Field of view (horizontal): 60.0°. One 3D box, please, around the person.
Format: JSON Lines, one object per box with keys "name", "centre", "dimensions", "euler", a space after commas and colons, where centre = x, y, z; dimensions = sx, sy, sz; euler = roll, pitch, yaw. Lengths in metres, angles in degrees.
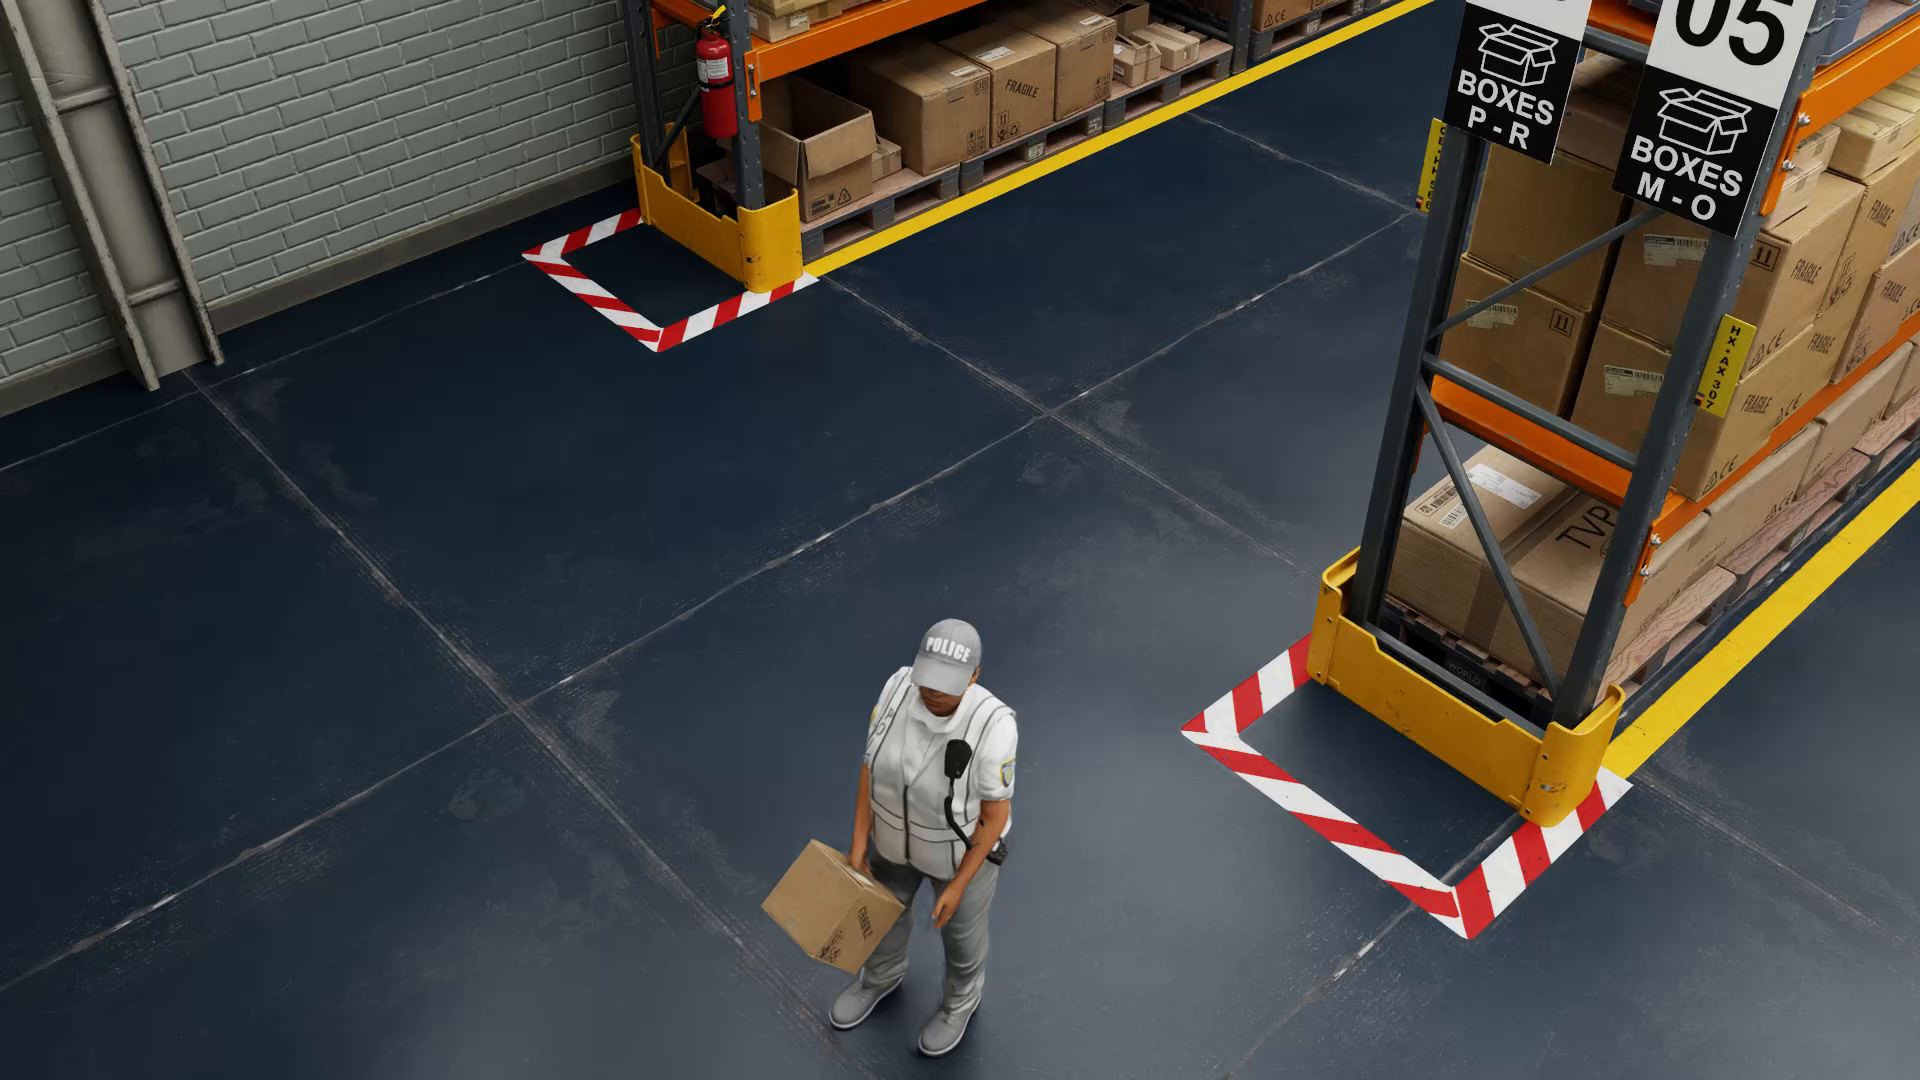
{"name": "person", "centre": [-0.115, 0.924, 5.043], "dimensions": [0.547, 1.674, 0.462], "euler": [19, 44, 21]}
